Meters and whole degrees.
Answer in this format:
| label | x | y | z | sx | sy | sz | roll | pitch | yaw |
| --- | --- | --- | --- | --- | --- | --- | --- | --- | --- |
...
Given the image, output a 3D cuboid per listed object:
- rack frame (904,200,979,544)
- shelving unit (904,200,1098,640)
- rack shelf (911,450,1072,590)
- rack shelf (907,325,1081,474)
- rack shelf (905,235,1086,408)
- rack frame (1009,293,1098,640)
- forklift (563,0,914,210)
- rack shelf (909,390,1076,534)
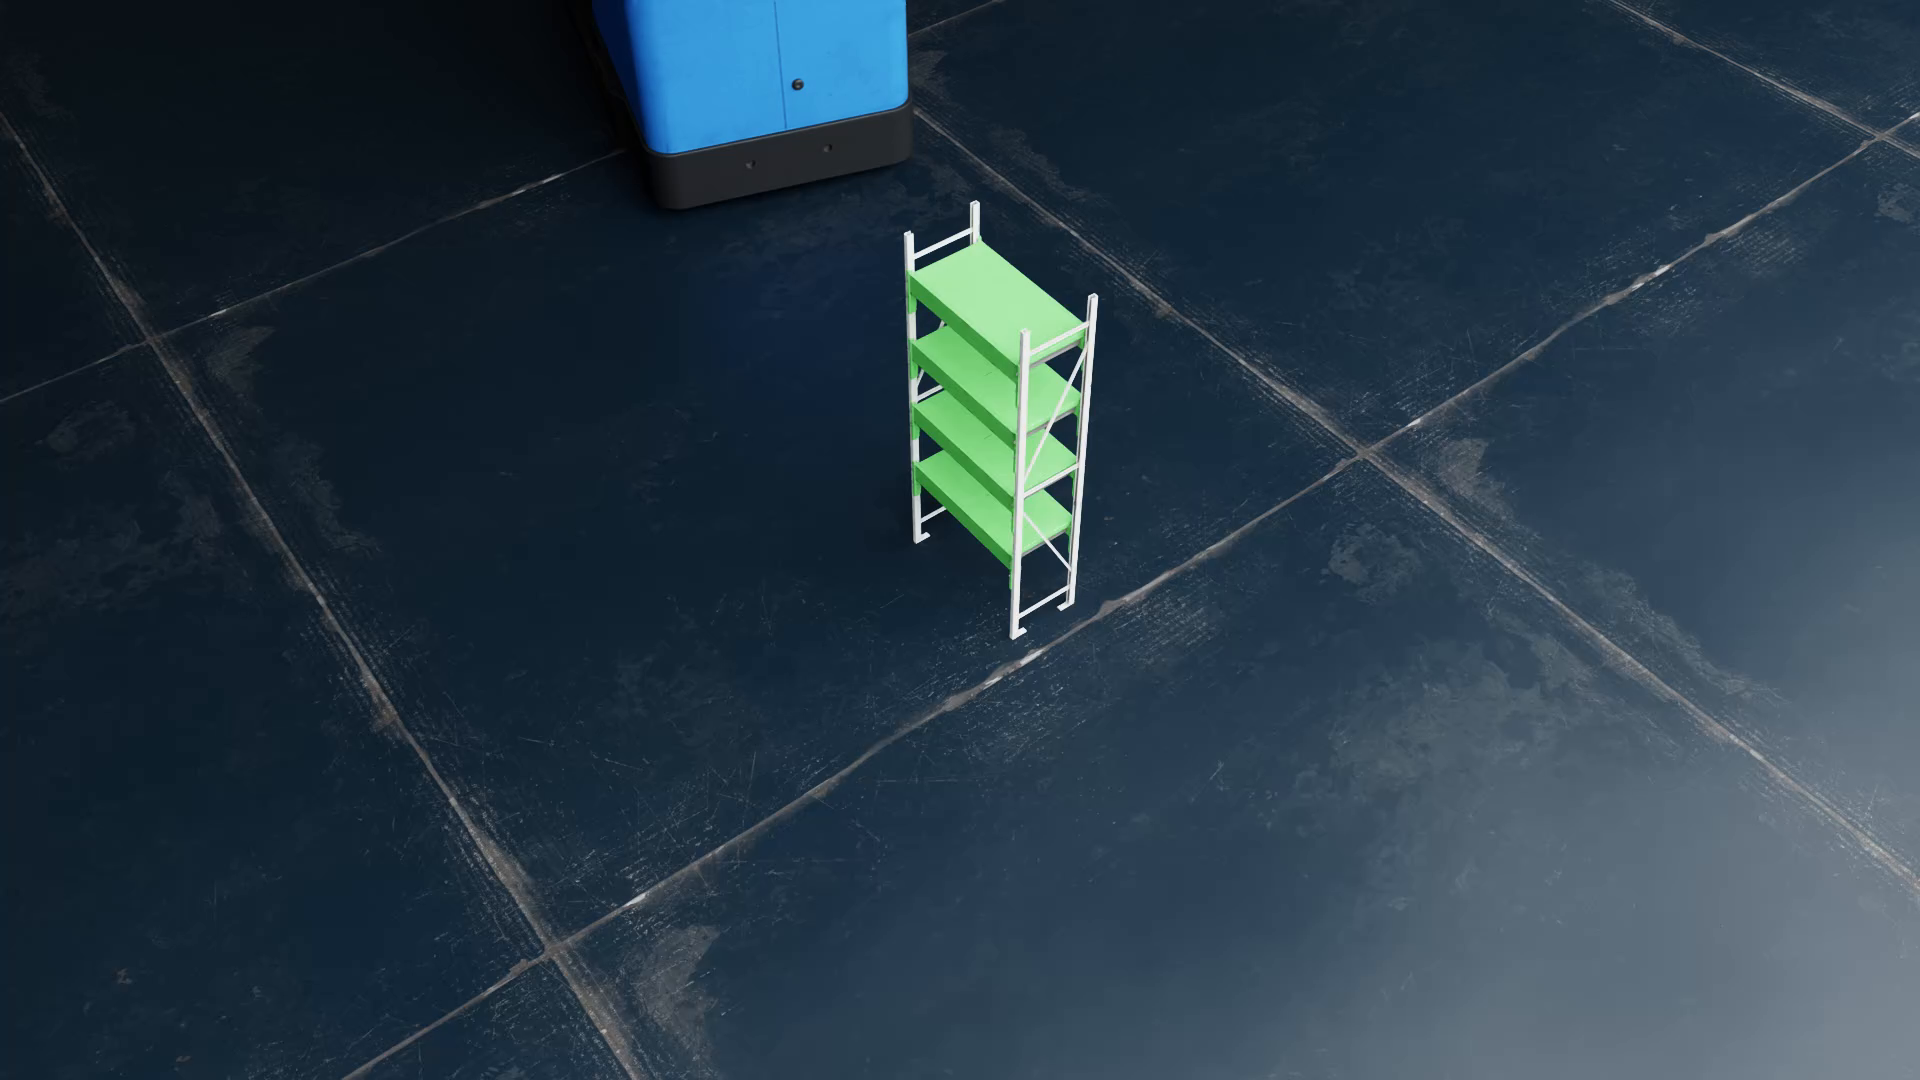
| label | x | y | z | sx | sy | sz | roll | pitch | yaw |
| --- | --- | --- | --- | --- | --- | --- | --- | --- | --- |
| rack frame | -0.048 | -0.449 | 4.847 | 0.240 | 1.200 | 0.015 | -29 | 54 | -24 |
| shelving unit | 0.100 | -0.305 | 4.717 | 0.258 | 1.200 | 0.503 | -29 | 54 | -24 |
| rack shelf | 0.100 | -0.101 | 4.942 | 0.258 | 0.148 | 0.480 | -29 | 54 | -24 |
| rack shelf | 0.100 | -0.424 | 4.587 | 0.258 | 0.148 | 0.480 | -29 | 54 | -24 |
| rack shelf | 0.100 | -0.585 | 4.409 | 0.258 | 0.148 | 0.480 | -29 | 54 | -24 |
| rack frame | 0.248 | -0.162 | 4.587 | 0.240 | 1.200 | 0.015 | -29 | 54 | -24 |
| forklift | -1.164 | -3.349 | 6.308 | 1.130 | 2.935 | 3.031 | -15 | 50 | -13 |
| rack shelf | 0.100 | -0.262 | 4.764 | 0.258 | 0.148 | 0.480 | -29 | 54 | -24 |
